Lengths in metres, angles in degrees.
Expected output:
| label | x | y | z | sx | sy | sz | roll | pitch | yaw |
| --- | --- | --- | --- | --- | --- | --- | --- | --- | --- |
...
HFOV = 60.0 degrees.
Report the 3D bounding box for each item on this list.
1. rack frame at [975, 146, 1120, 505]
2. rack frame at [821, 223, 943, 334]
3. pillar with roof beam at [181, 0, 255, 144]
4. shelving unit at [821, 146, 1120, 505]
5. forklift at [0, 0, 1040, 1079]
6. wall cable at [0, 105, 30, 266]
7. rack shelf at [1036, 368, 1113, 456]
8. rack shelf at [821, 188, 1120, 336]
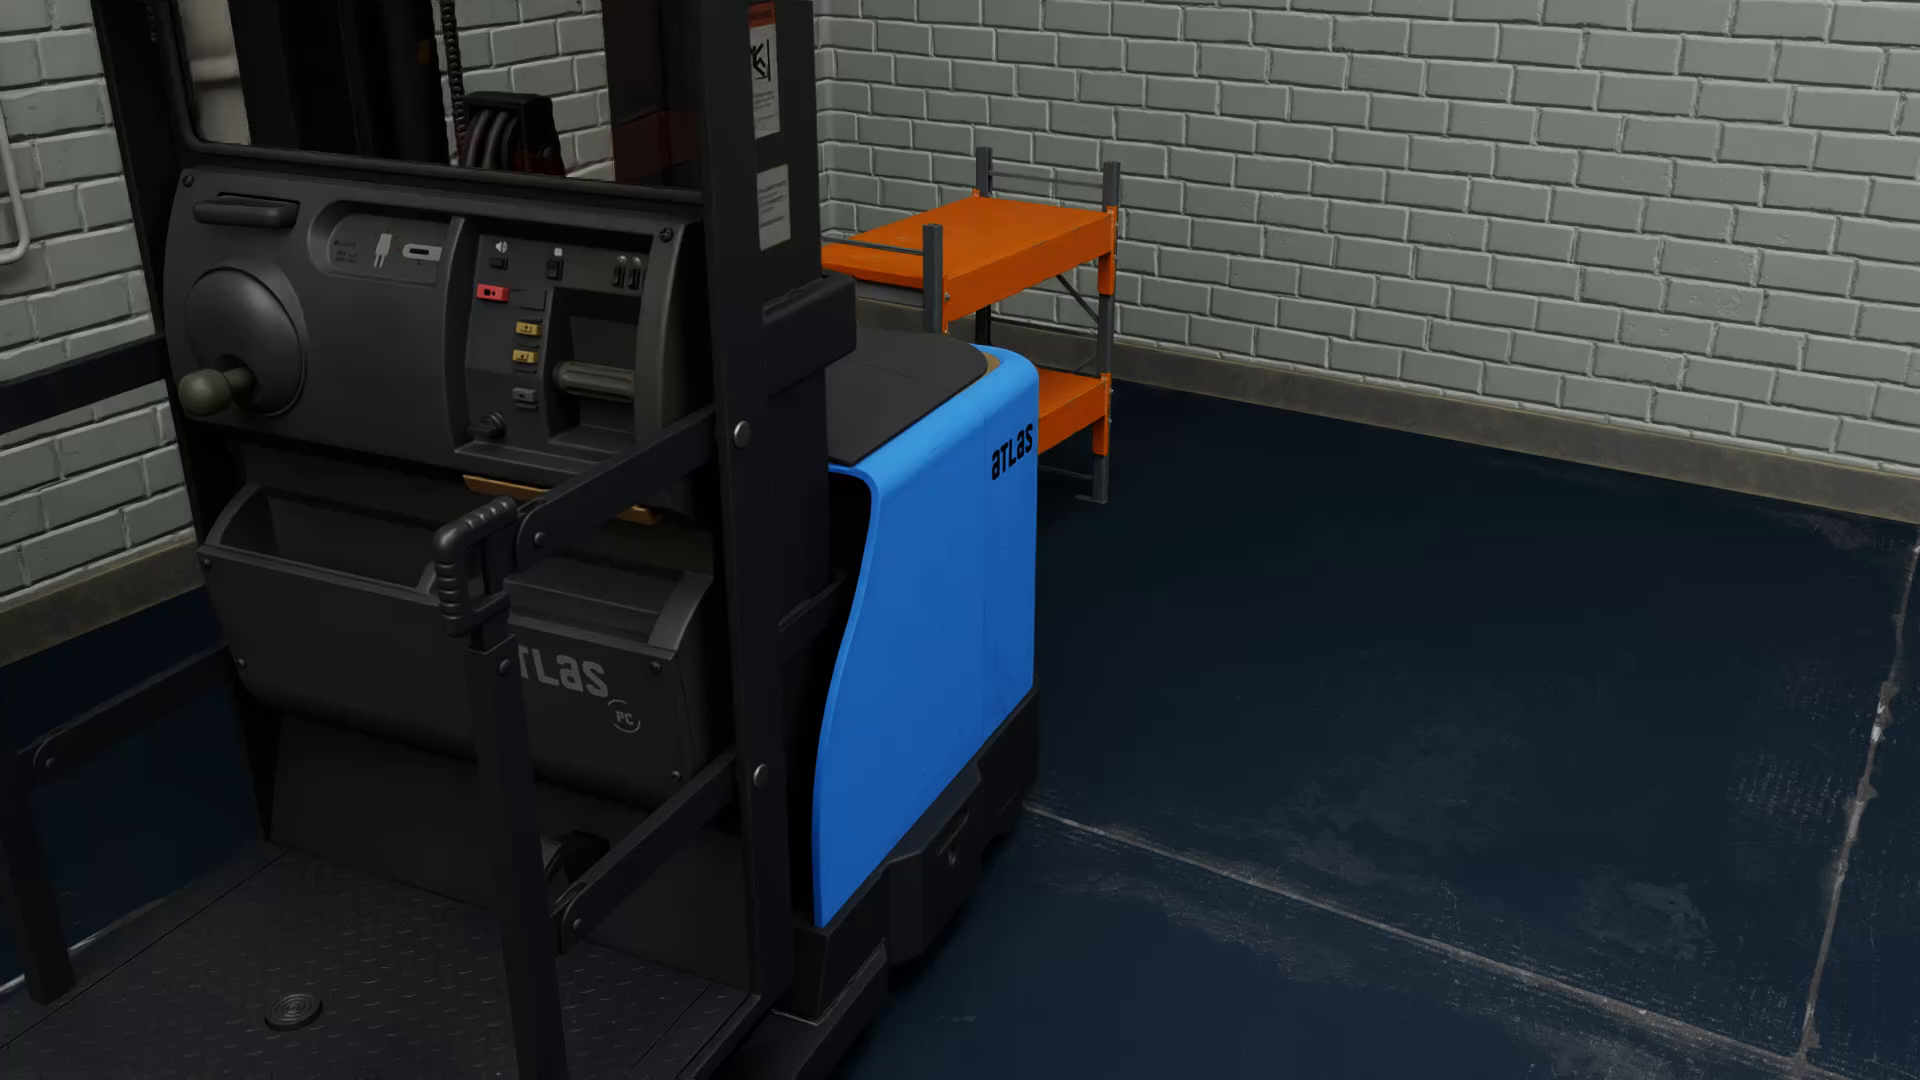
| label | x | y | z | sx | sy | sz | roll | pitch | yaw |
| --- | --- | --- | --- | --- | --- | --- | --- | --- | --- |
| rack frame | 0.272 | -0.690 | 5.428 | 0.500 | 1.125 | 0.032 | 14 | 27 | 29 |
| rack frame | -0.265 | -0.347 | 4.635 | 0.500 | 1.125 | 0.032 | 14 | 27 | 29 |
| pillar with roof beam | 1.636 | -3.147 | 1.193 | 9.100 | 9.000 | 0.400 | 14 | 27 | 29 |
| shelving unit | 0.004 | -0.518 | 5.032 | 0.538 | 1.125 | 1.048 | 14 | 27 | 29 |
| forklift | -0.893 | -0.302 | 2.258 | 1.130 | 2.935 | 3.031 | 10 | 25 | 22 |
| wall cable | -2.839 | -1.301 | 3.200 | 0.084 | 1.984 | 1.851 | 14 | 27 | 29 |
| rack shelf | 0.004 | -0.294 | 5.129 | 0.538 | 0.278 | 1.000 | 14 | 27 | 29 |
| rack shelf | 0.004 | -0.787 | 4.916 | 0.538 | 0.278 | 1.000 | 14 | 27 | 29 |
